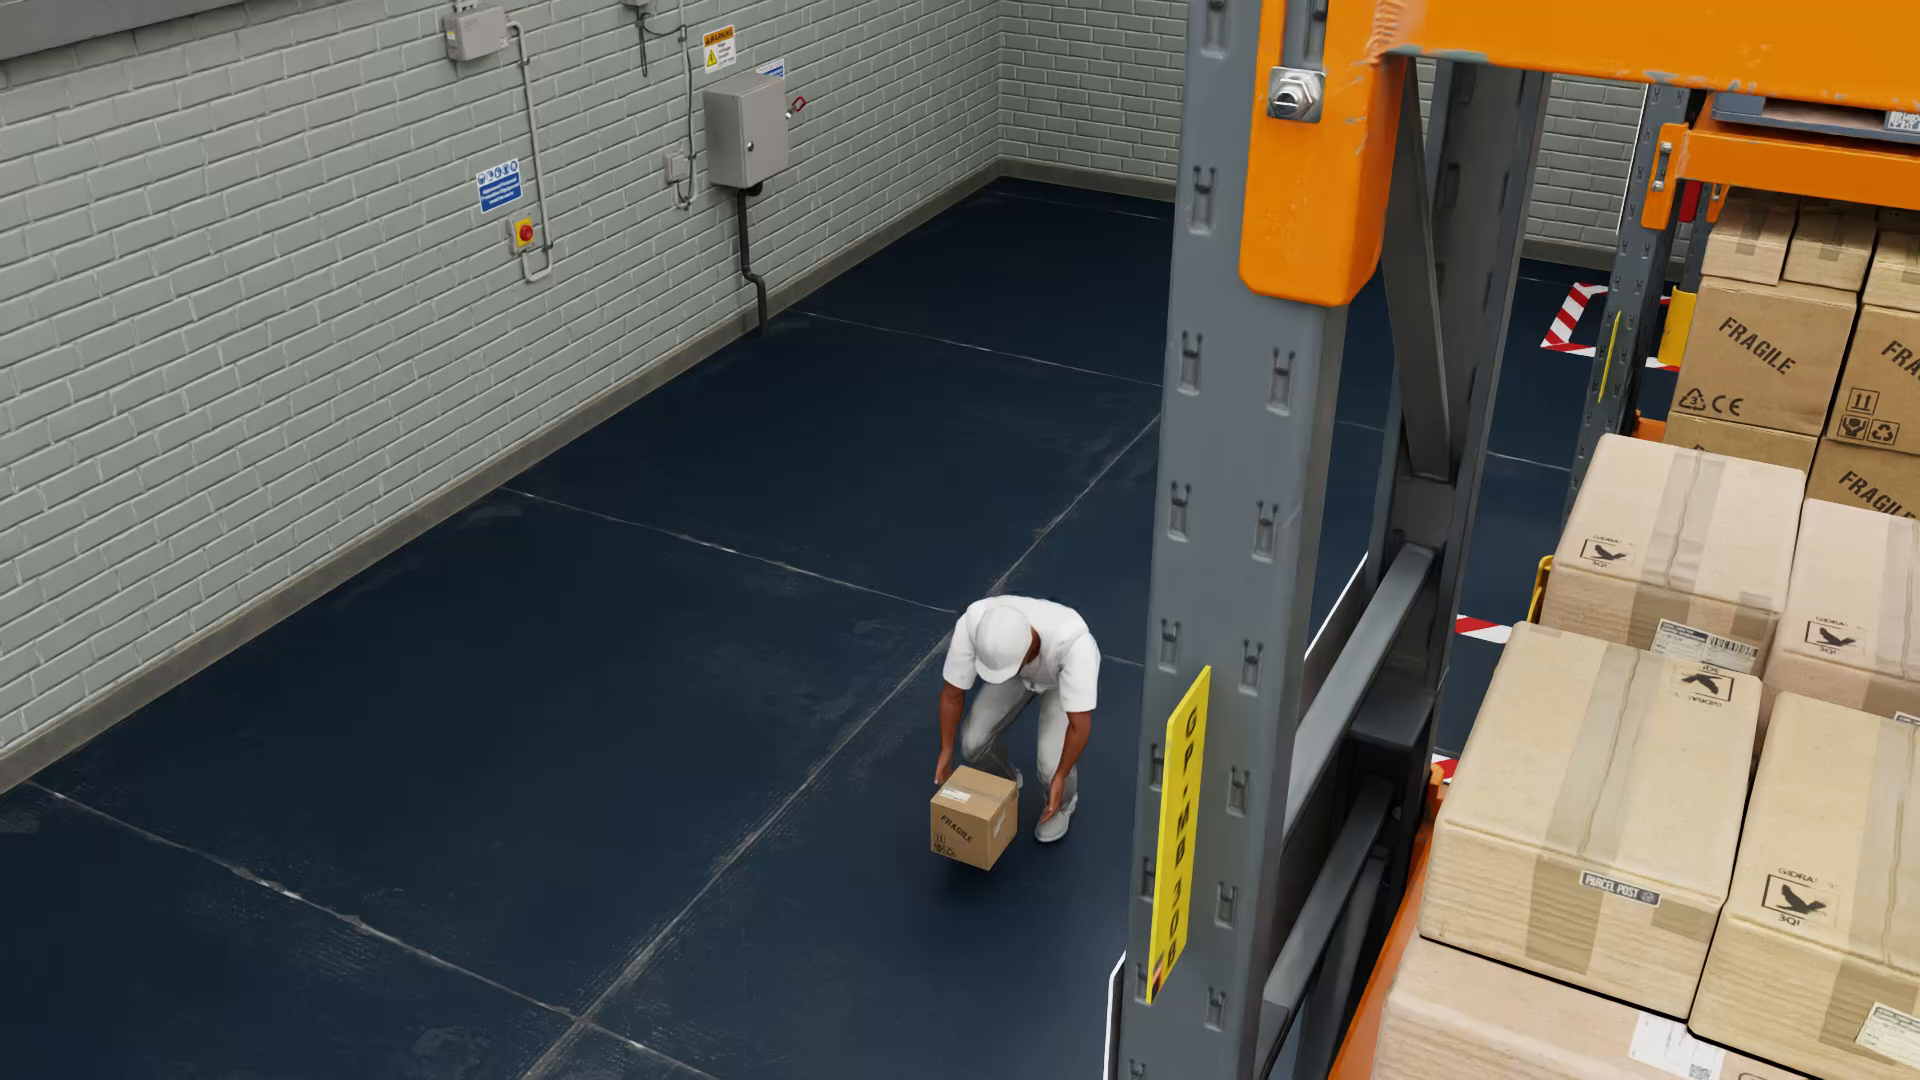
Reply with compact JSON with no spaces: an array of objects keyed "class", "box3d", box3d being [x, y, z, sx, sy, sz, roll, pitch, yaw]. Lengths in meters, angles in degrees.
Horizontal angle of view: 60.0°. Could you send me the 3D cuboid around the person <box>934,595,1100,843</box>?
[{"class":"person","box3d":[0.281,0.648,6.515,0.623,1.233,0.831,14,33,23]}]
